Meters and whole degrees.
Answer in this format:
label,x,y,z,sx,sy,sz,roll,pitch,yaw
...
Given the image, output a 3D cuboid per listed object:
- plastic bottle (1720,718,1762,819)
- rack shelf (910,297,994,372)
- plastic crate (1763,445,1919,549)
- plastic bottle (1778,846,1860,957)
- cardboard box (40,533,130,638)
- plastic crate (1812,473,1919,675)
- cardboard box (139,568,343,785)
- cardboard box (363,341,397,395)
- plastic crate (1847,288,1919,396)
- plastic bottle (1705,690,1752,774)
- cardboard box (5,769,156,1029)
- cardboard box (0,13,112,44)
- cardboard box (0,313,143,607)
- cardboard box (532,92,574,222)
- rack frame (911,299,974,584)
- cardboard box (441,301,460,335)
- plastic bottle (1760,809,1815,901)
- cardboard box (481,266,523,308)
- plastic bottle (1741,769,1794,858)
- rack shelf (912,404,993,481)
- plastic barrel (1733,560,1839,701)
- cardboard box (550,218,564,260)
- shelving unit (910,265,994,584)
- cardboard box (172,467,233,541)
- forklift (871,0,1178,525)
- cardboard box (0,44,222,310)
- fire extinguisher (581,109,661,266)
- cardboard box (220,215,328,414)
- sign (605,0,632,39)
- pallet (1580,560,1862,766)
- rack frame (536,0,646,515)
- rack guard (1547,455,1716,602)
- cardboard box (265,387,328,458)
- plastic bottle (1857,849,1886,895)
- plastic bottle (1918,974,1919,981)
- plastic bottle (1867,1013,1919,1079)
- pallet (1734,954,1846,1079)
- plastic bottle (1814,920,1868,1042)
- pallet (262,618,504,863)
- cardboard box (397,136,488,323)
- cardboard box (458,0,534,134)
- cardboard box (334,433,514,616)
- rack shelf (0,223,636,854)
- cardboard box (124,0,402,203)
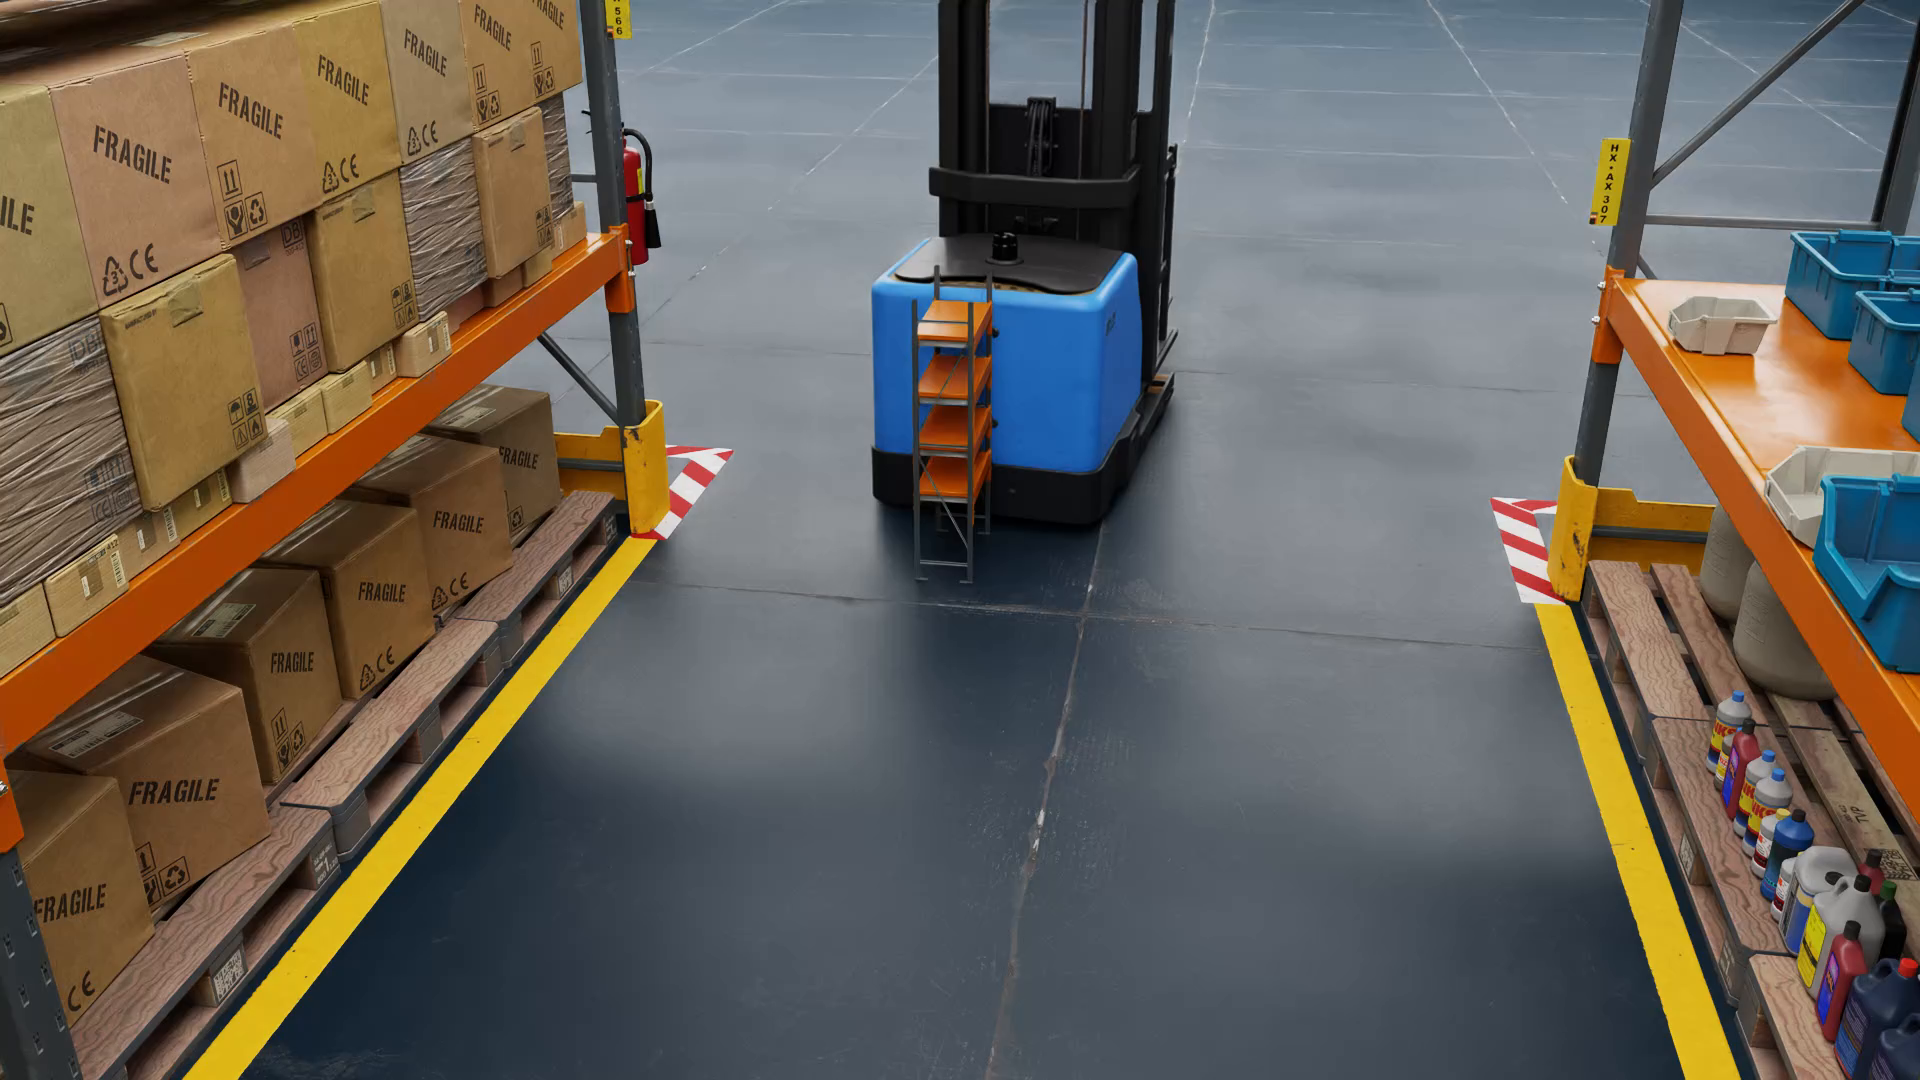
label,x,y,z,sx,sy,sz,roll,pitch,yaw
plastic bottle,2.330,0.679,4.946,0.061,0.283,0.133,4,25,9
rack shelf,-0.027,-0.830,6.681,0.258,0.148,0.480,4,25,9
plastic crate,2.350,-0.086,4.207,0.530,0.136,0.437,4,25,9
plastic bottle,2.270,0.953,4.369,0.152,0.276,0.135,4,25,9
cardboard box,-2.166,0.089,3.818,0.380,0.149,0.250,4,25,9
plastic crate,2.248,0.077,3.723,0.499,0.251,0.616,4,25,9
cardboard box,-2.337,0.420,5.267,0.500,0.500,0.500,2,25,4
cardboard box,-1.992,-0.543,5.169,0.380,0.149,0.250,4,25,9
plastic crate,3.090,-0.613,5.197,0.499,0.251,0.408,4,25,9
plastic bottle,2.385,0.591,5.148,0.097,0.271,0.097,0,25,0
cardboard box,-2.447,0.925,4.188,0.500,0.500,0.500,3,25,7
cardboard box,-2.586,-1.110,4.436,0.500,0.500,0.500,4,25,9
cardboard box,-2.417,-0.216,3.704,0.875,0.500,0.500,4,25,9
cardboard box,-2.015,-1.477,6.398,0.875,0.500,0.500,4,25,9
rack frame,-0.067,-0.372,6.630,0.240,1.200,0.015,4,25,9
cardboard box,-1.929,-0.754,5.618,0.380,0.149,0.250,4,25,9
plastic bottle,2.279,0.861,4.571,0.097,0.271,0.097,0,25,0
cardboard box,-1.828,-0.962,6.062,0.380,0.149,0.250,4,25,9
plastic bottle,2.313,0.777,4.752,0.097,0.271,0.097,0,25,0
rack shelf,-0.027,-0.413,6.876,0.258,0.148,0.480,4,25,9
plastic barrel,2.875,0.245,5.628,0.421,0.512,0.421,0,25,0
cardboard box,-1.782,-1.173,6.514,0.380,0.149,0.250,4,25,9
shelving unit,-0.027,-0.474,6.848,0.258,1.200,0.503,4,25,9
cardboard box,-2.121,-0.123,4.270,0.380,0.149,0.250,4,25,9
forklift,0.503,-1.996,8.057,1.130,2.935,3.031,7,26,14
cardboard box,-2.147,-0.865,3.911,0.500,0.500,0.500,4,25,9
fire extinguisher,-1.424,-1.506,7.020,0.296,0.674,0.183,4,25,9
cardboard box,-2.318,-0.639,4.607,0.875,0.500,0.500,4,25,9
sign,-1.353,-2.146,6.557,0.100,0.325,0.005,4,25,9
pallet,2.885,0.456,6.028,1.003,0.211,1.213,4,25,9
rack frame,-1.898,-1.525,6.970,1.000,3.000,0.127,4,25,9
rack guard,3.023,-0.015,6.692,1.175,0.500,0.348,4,25,9
cardboard box,-2.040,-0.332,4.717,0.380,0.149,0.250,4,25,9
plastic bottle,2.376,0.957,4.353,0.061,0.283,0.133,4,25,9
plastic bottle,2.337,1.156,3.937,0.152,0.276,0.135,4,25,9
plastic bottle,2.156,1.202,3.749,0.144,0.351,0.185,3,25,7
pallet,2.486,1.476,3.848,1.003,0.211,1.213,4,25,9
plastic bottle,2.173,1.082,4.086,0.061,0.283,0.133,6,26,12
pallet,-2.280,0.616,5.685,1.003,0.211,1.213,4,25,9
cardboard box,-2.102,-1.053,5.493,0.875,0.500,0.500,4,25,9
cardboard box,-1.820,-1.701,5.698,0.500,0.500,0.500,4,25,9
cardboard box,-2.080,-0.071,6.316,0.500,0.500,0.500,11,27,22
rack shelf,-2.225,-0.363,5.335,1.077,0.370,4.000,4,25,9
cardboard box,-1.994,-1.284,4.806,0.500,0.500,0.500,4,25,9
